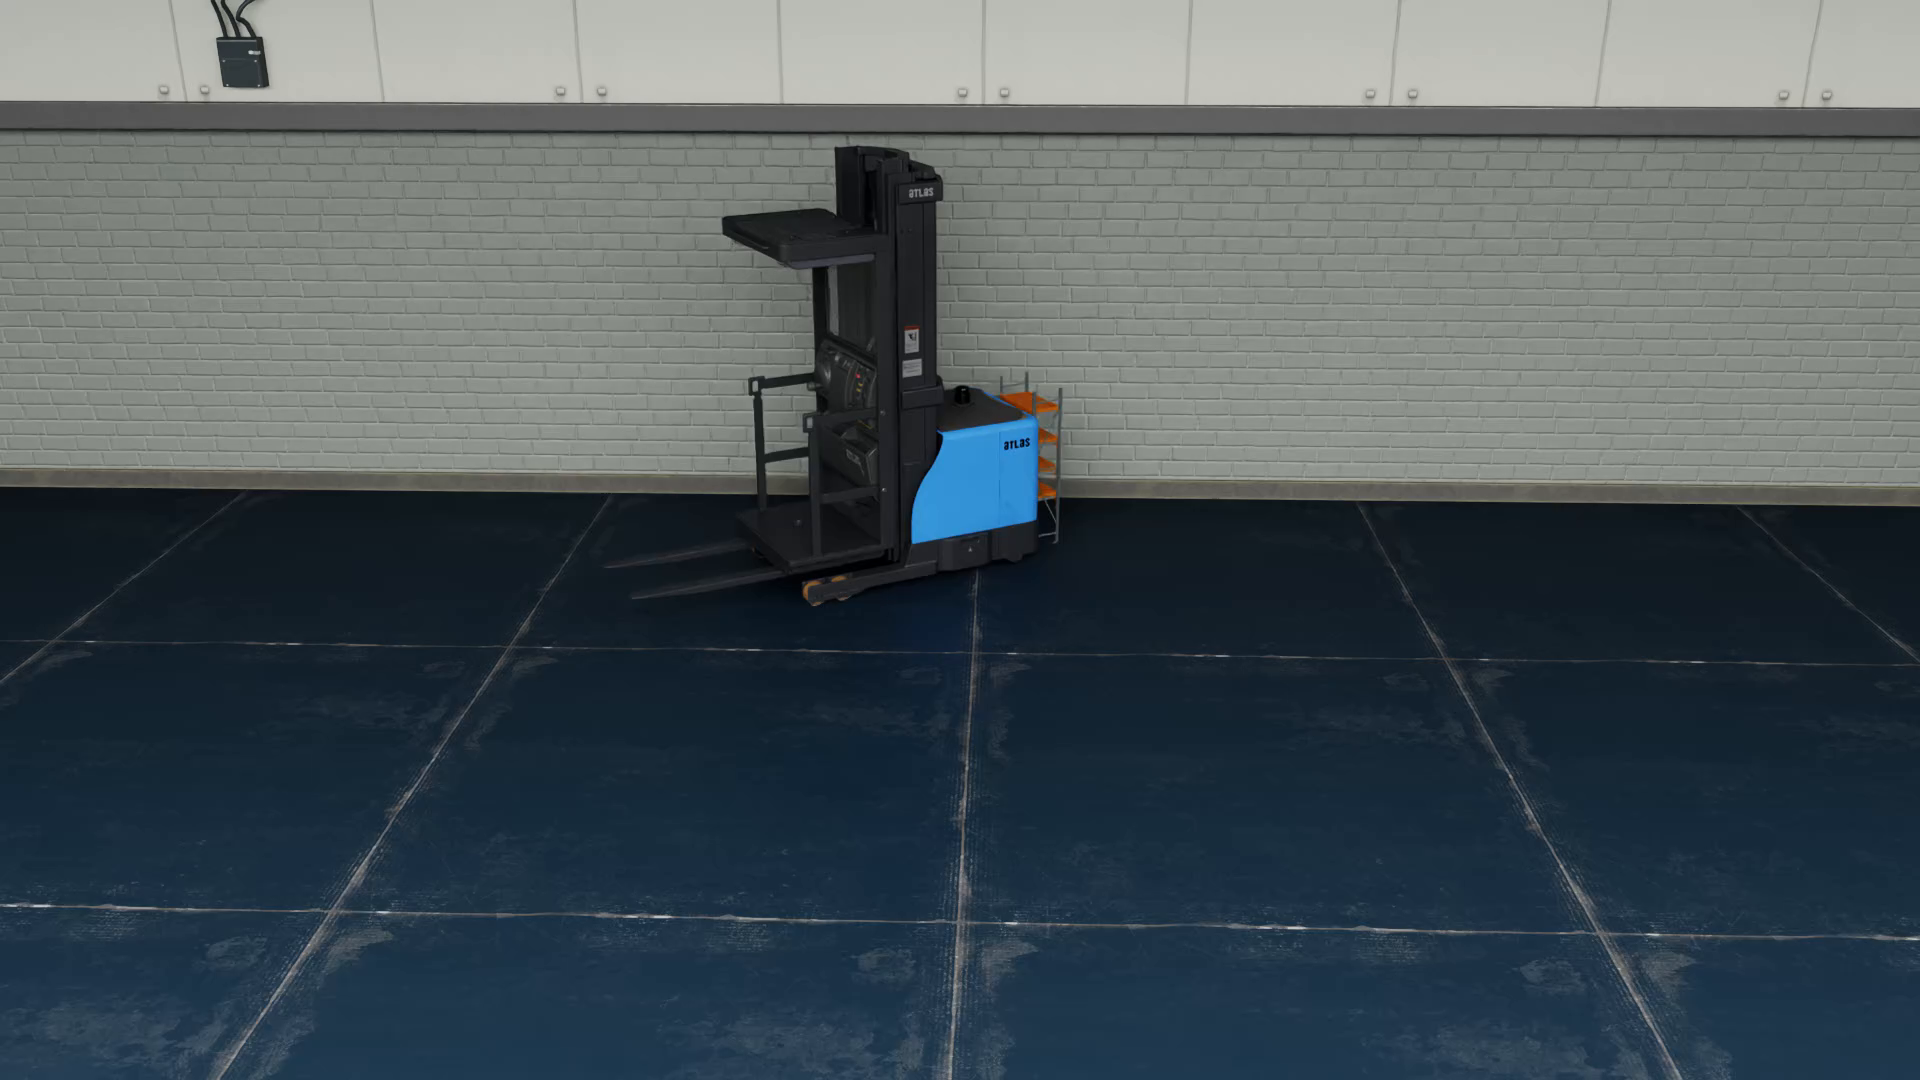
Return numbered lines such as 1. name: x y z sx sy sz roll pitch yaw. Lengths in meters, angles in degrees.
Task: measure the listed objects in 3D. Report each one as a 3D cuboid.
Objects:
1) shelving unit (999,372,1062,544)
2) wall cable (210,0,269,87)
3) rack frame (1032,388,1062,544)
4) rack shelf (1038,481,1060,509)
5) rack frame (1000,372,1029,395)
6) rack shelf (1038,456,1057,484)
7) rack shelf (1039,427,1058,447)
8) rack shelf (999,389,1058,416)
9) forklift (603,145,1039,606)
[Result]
1. shelving unit: 0.517 -0.599 12.413 0.258 1.200 0.503 -11 24 -26
2. wall cable: -4.324 -6.165 11.276 2.305 6.003 0.169 1 21 2
3. rack frame: 0.630 -0.521 12.212 0.240 1.200 0.015 -11 24 -26
4. rack shelf: 0.516 -0.351 12.509 0.258 0.148 0.480 -11 24 -26
5. rack frame: 0.403 -0.677 12.615 0.240 1.200 0.015 -11 24 -26
6. rack shelf: 0.516 -0.537 12.438 0.258 0.148 0.480 -11 24 -26
7. rack shelf: 0.517 -0.745 12.357 0.258 0.148 0.480 -11 24 -26
8. rack shelf: 0.518 -0.966 12.272 0.258 0.148 0.480 -11 24 -26
9. forklift: -0.971 -1.136 11.404 3.031 2.935 1.130 -11 24 -26
